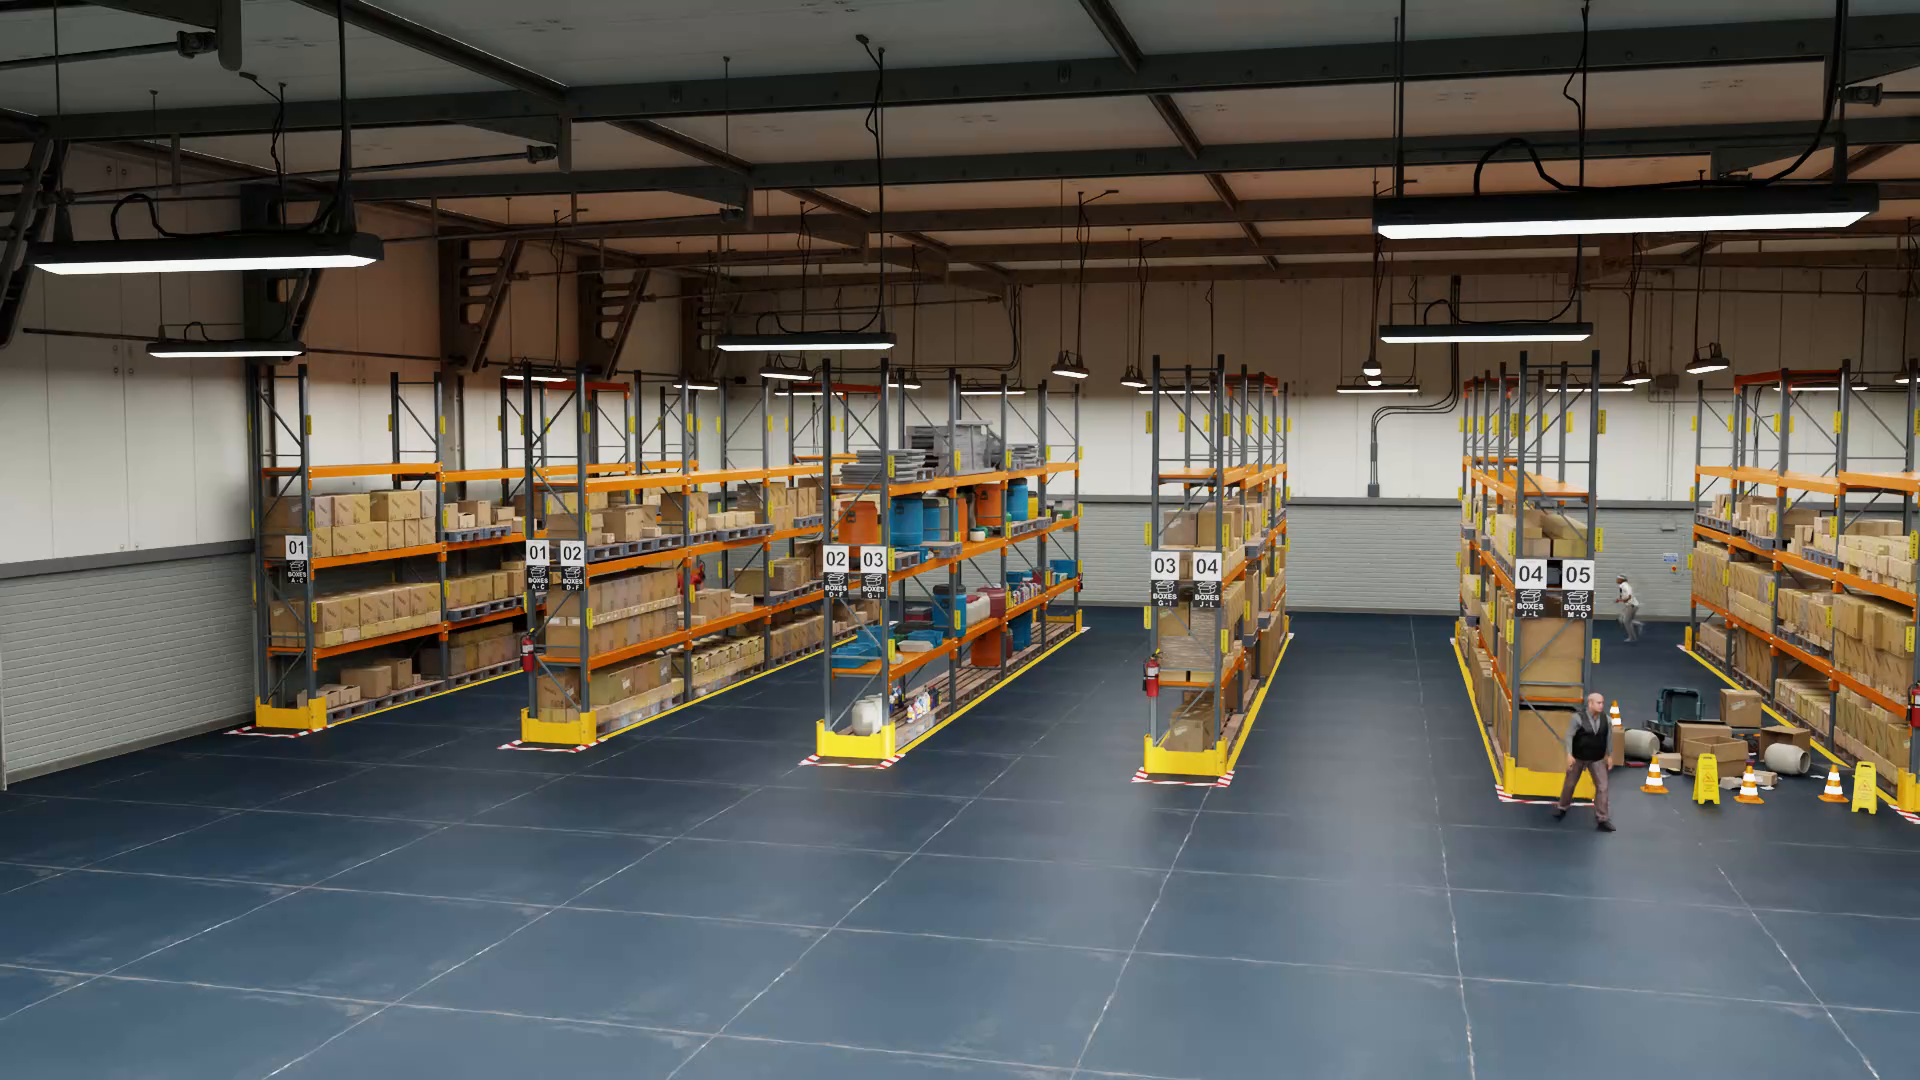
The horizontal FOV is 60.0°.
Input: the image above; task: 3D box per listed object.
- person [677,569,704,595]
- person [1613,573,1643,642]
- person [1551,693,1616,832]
[{"bbox_3d":[-6.358,1.464,38.822,0.620,1.792,0.890,1,4,12],"label":"person"},{"bbox_3d":[15.480,1.561,38.519,0.674,1.618,0.572,1,4,10],"label":"person"},{"bbox_3d":[7.841,2.731,20.779,0.678,1.678,0.881,0,4,-1],"label":"person"}]
